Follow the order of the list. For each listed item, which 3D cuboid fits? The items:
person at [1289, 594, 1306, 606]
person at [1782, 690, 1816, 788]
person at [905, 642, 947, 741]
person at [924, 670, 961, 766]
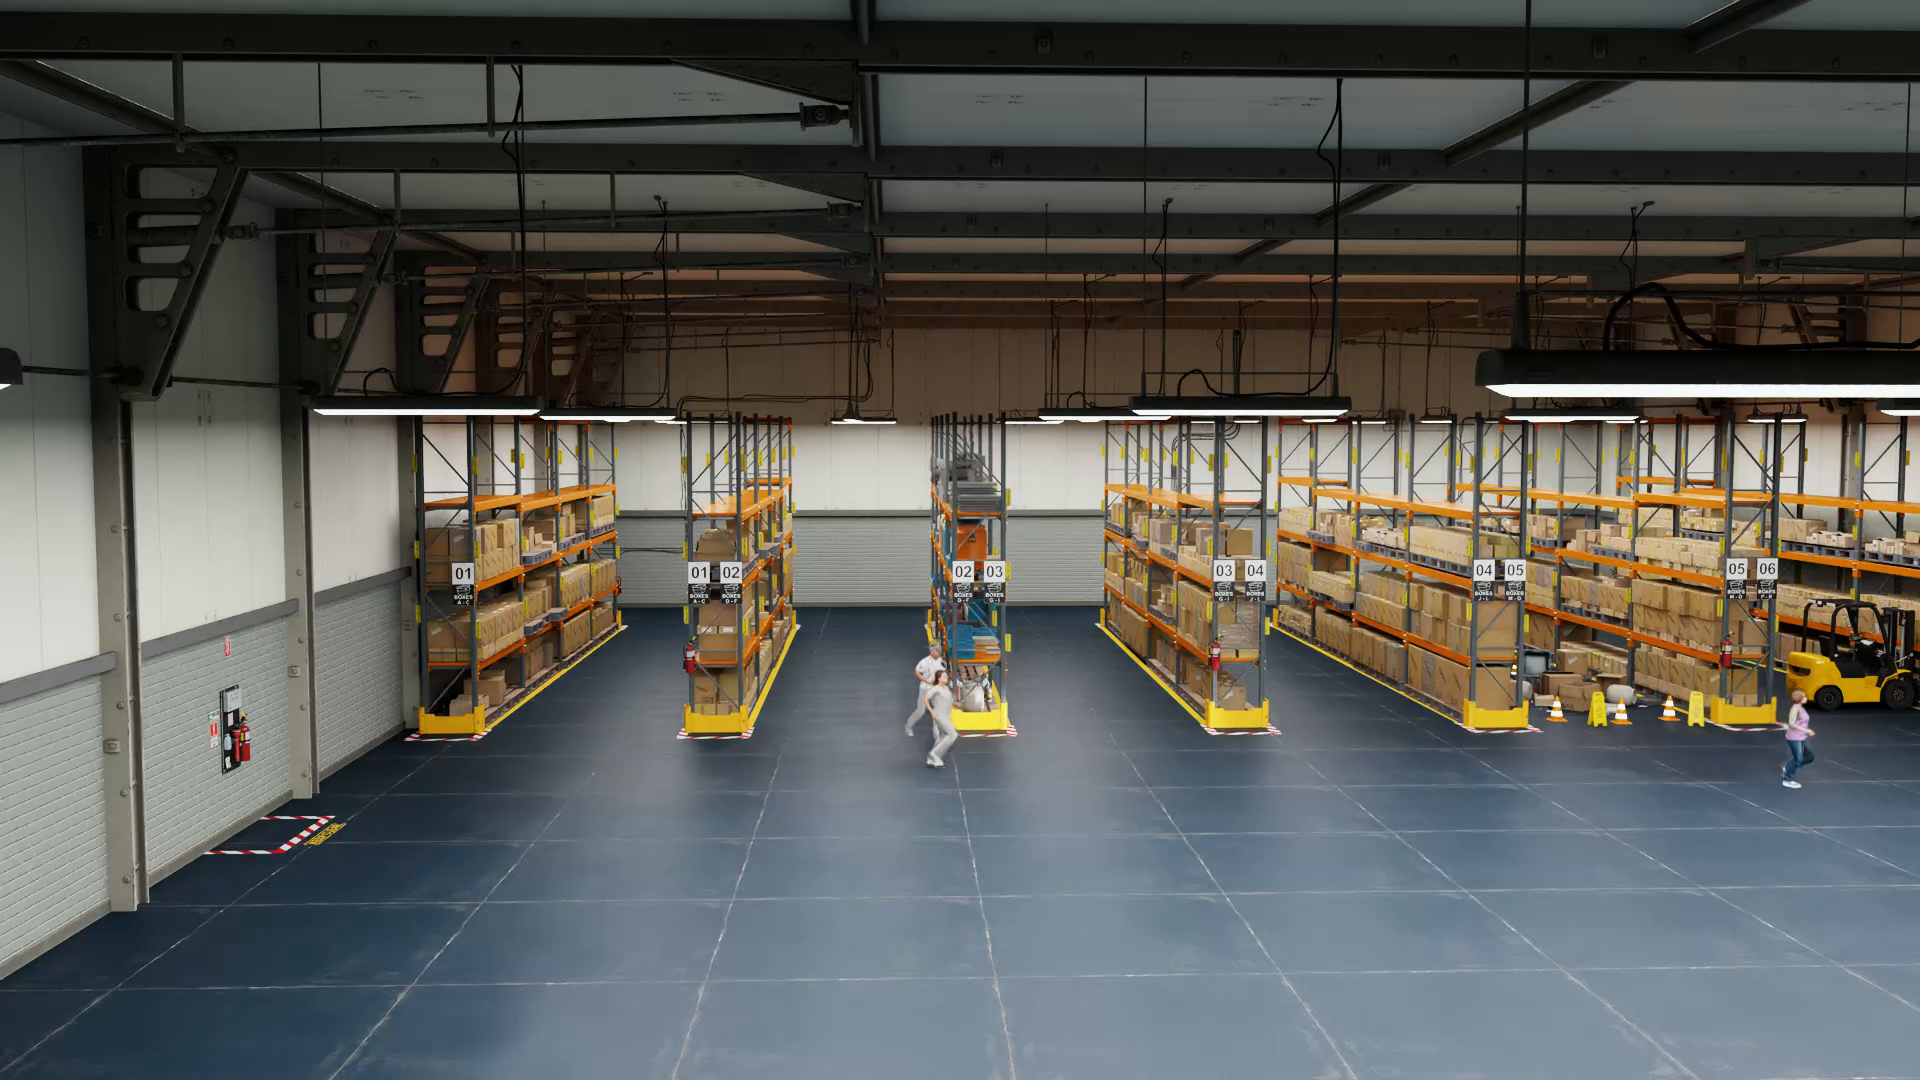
[{"bbox_3d":[10.029,1.538,49.094,0.866,1.718,0.571,0,4,0],"label":"person"},{"bbox_3d":[13.261,3.148,26.273,0.520,1.561,0.539,4,5,43],"label":"person"},{"bbox_3d":[-0.504,2.767,30.518,0.738,1.760,0.959,-3,5,-36],"label":"person"},{"bbox_3d":[-0.273,2.991,27.883,0.628,1.634,0.546,2,4,22],"label":"person"}]
